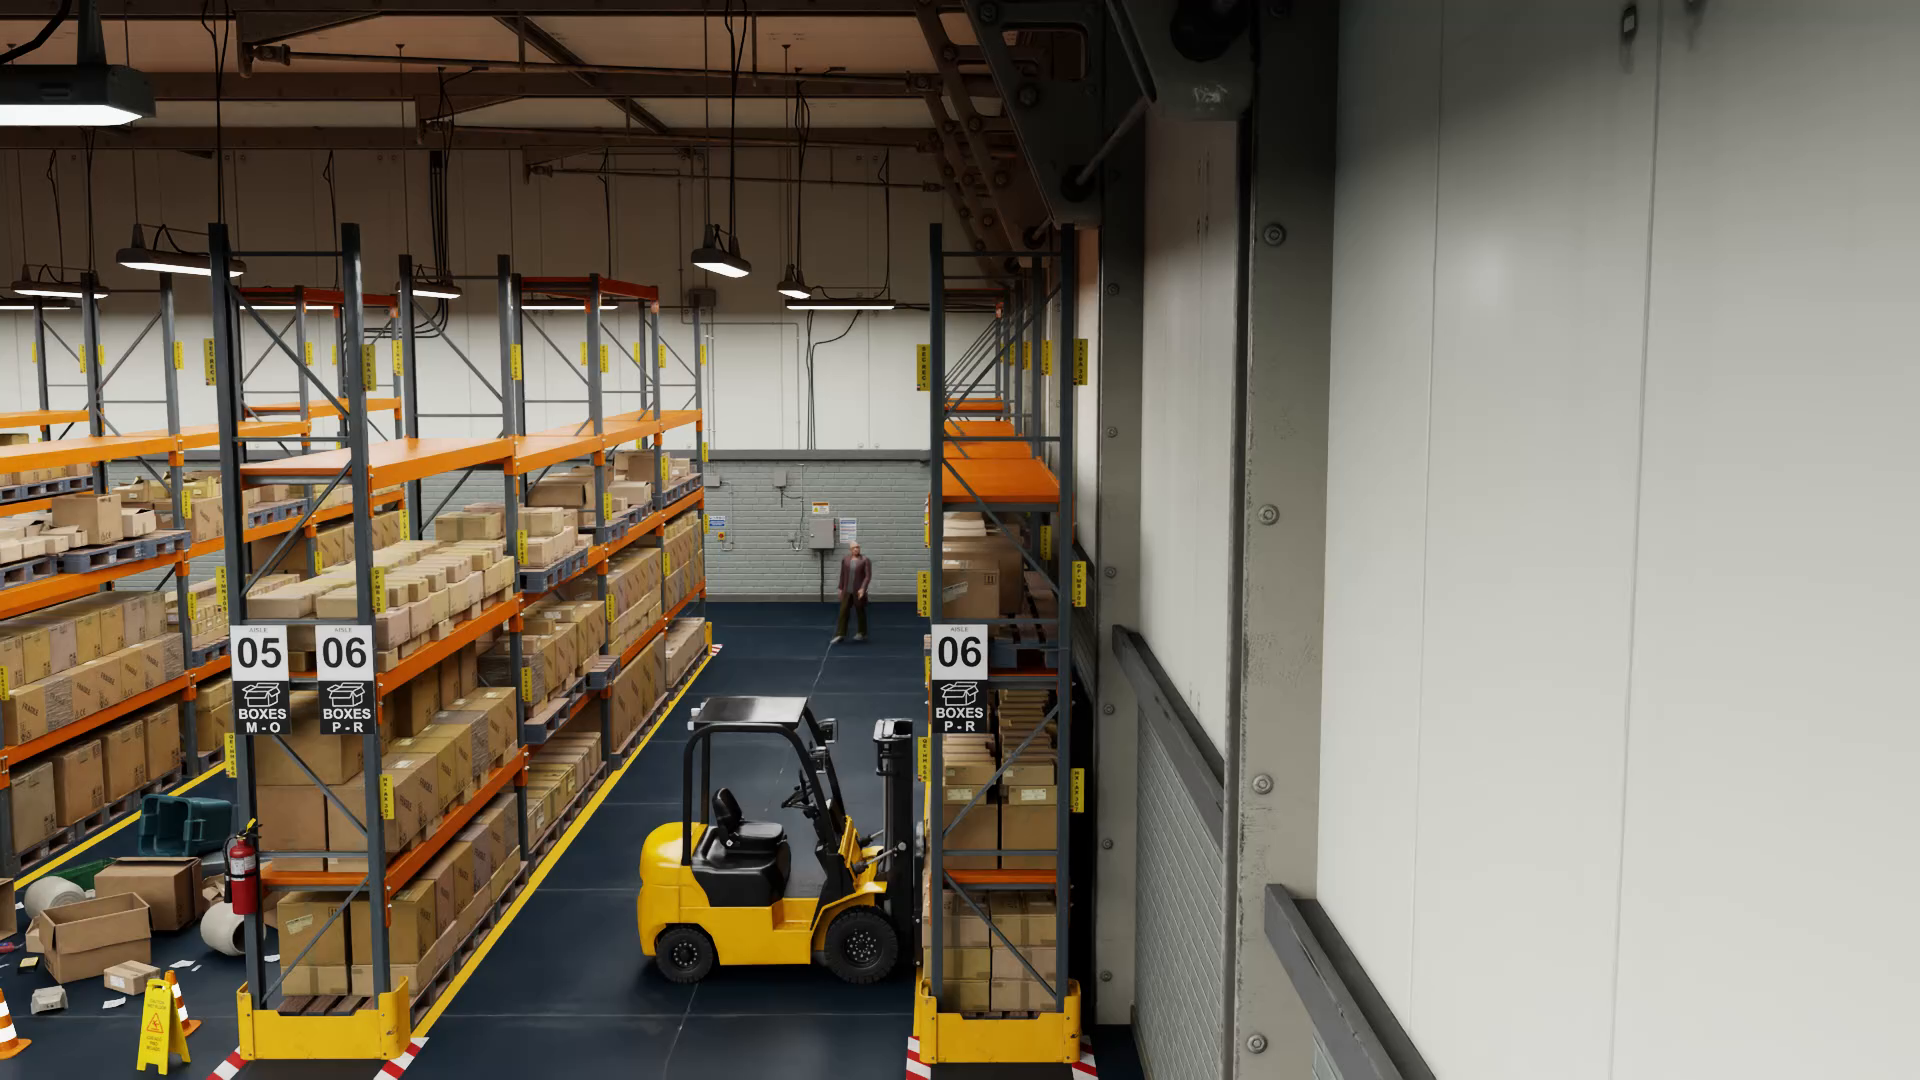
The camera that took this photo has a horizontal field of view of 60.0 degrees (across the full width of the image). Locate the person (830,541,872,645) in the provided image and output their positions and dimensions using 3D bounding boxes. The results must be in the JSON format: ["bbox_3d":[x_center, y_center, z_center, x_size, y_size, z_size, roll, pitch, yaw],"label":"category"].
[{"bbox_3d":[-1.899,1.006,28.942,0.643,1.561,0.839,4,8,32],"label":"person"}]
